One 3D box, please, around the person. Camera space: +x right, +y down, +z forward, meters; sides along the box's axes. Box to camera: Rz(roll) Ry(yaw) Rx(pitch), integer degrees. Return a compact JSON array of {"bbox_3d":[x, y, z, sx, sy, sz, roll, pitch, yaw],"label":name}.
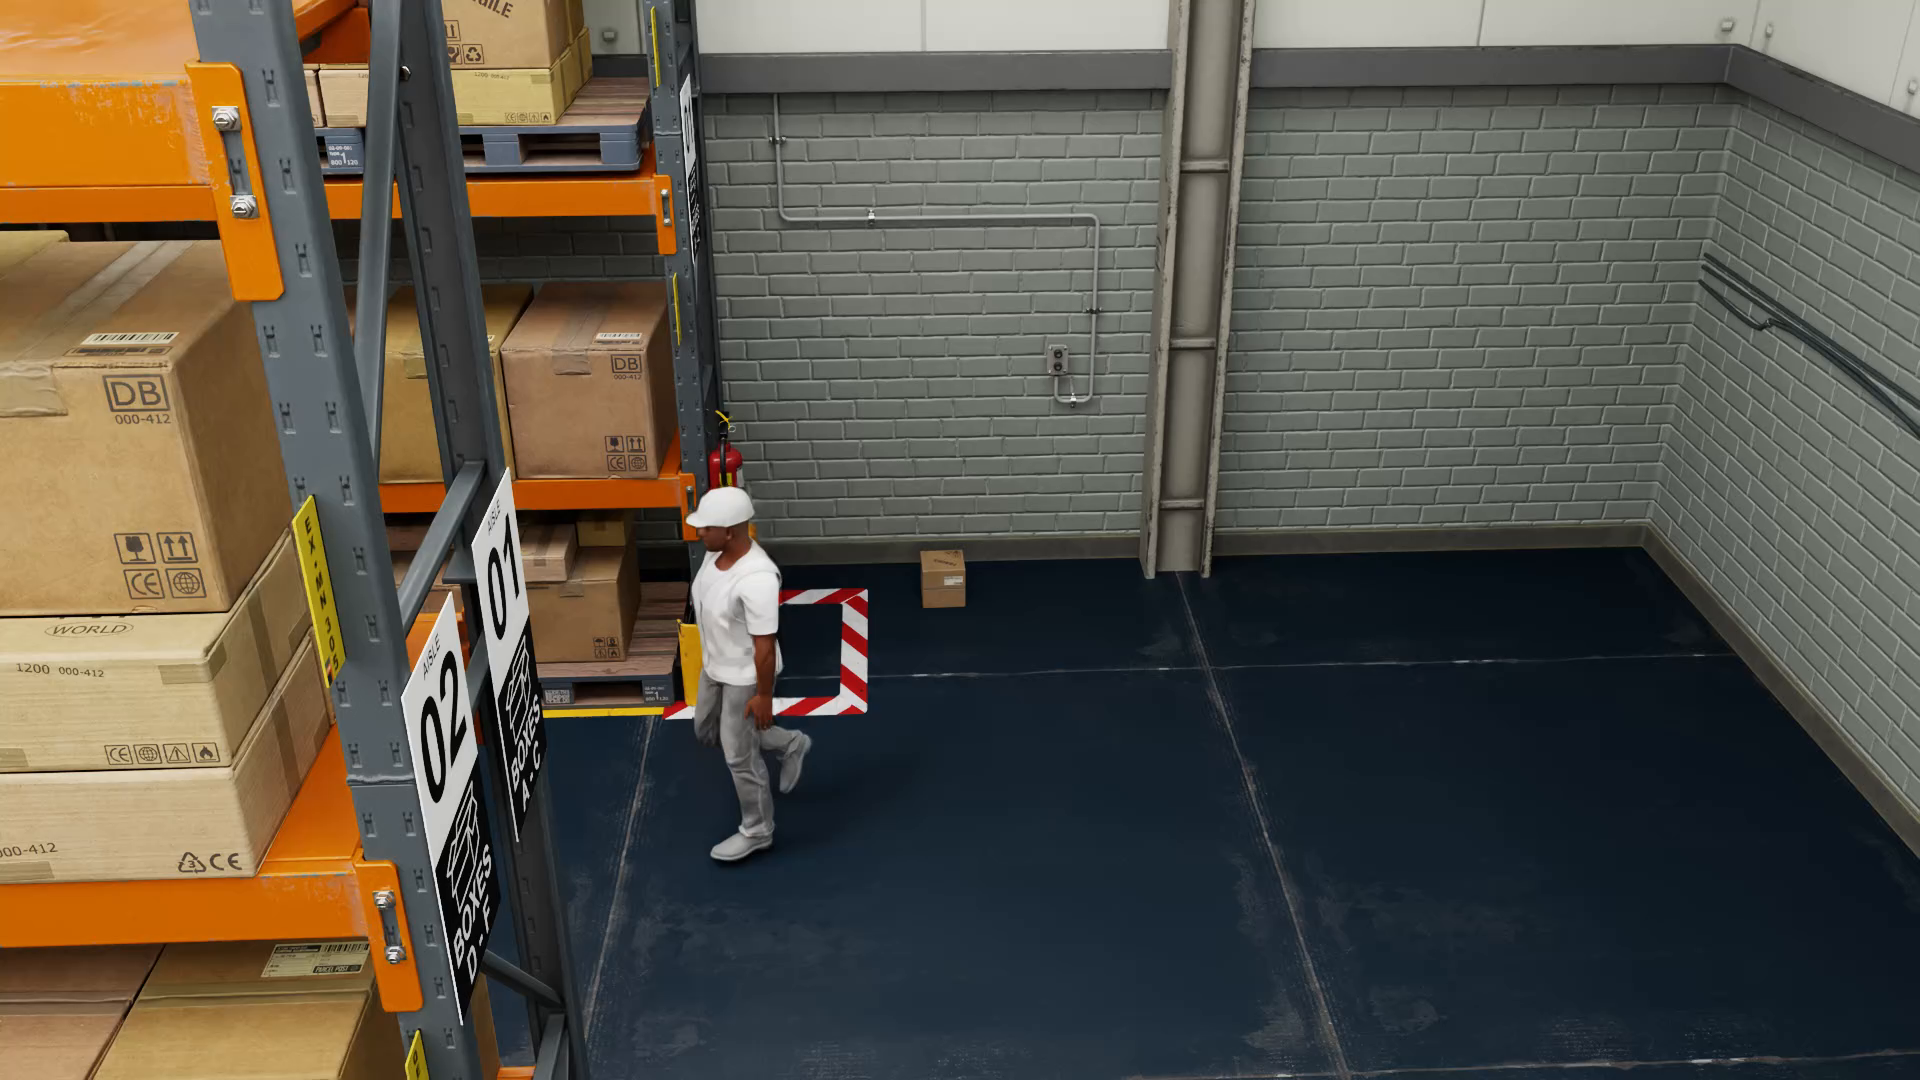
[{"bbox_3d":[-0.945,0.558,7.483,0.633,1.752,0.603,-14,31,-25],"label":"person"}]
